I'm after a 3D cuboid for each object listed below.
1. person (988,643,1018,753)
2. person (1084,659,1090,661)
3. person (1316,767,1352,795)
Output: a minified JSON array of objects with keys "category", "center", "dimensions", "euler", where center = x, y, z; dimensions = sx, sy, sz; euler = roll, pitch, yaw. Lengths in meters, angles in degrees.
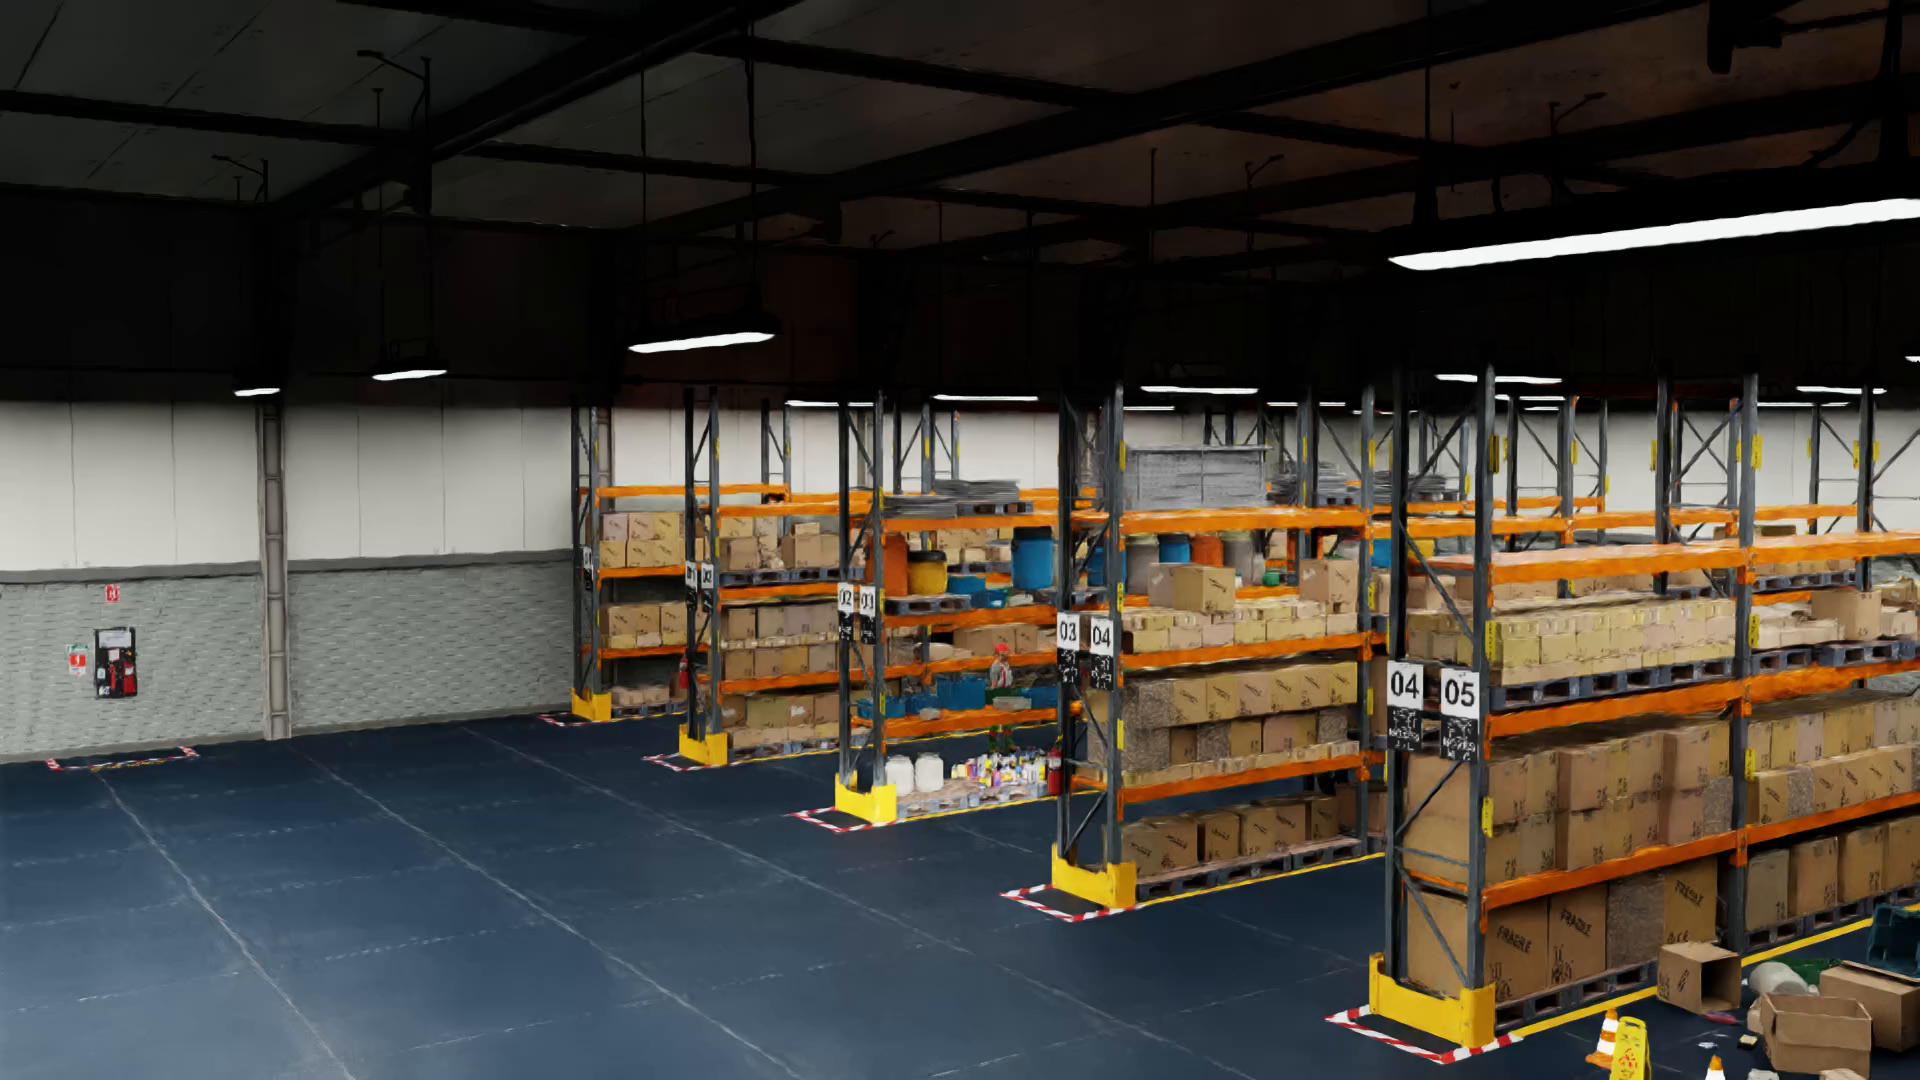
[{"category":"person","center":[0.736,2.601,27.462],"dimensions":[0.454,1.788,0.601],"euler":[2,4,28]},{"category":"person","center":[2.784,2.245,34.235],"dimensions":[0.546,1.733,0.729],"euler":[-2,4,-35]},{"category":"person","center":[5.203,2.917,23.031],"dimensions":[0.546,1.734,0.729],"euler":[-2,4,-35]}]
